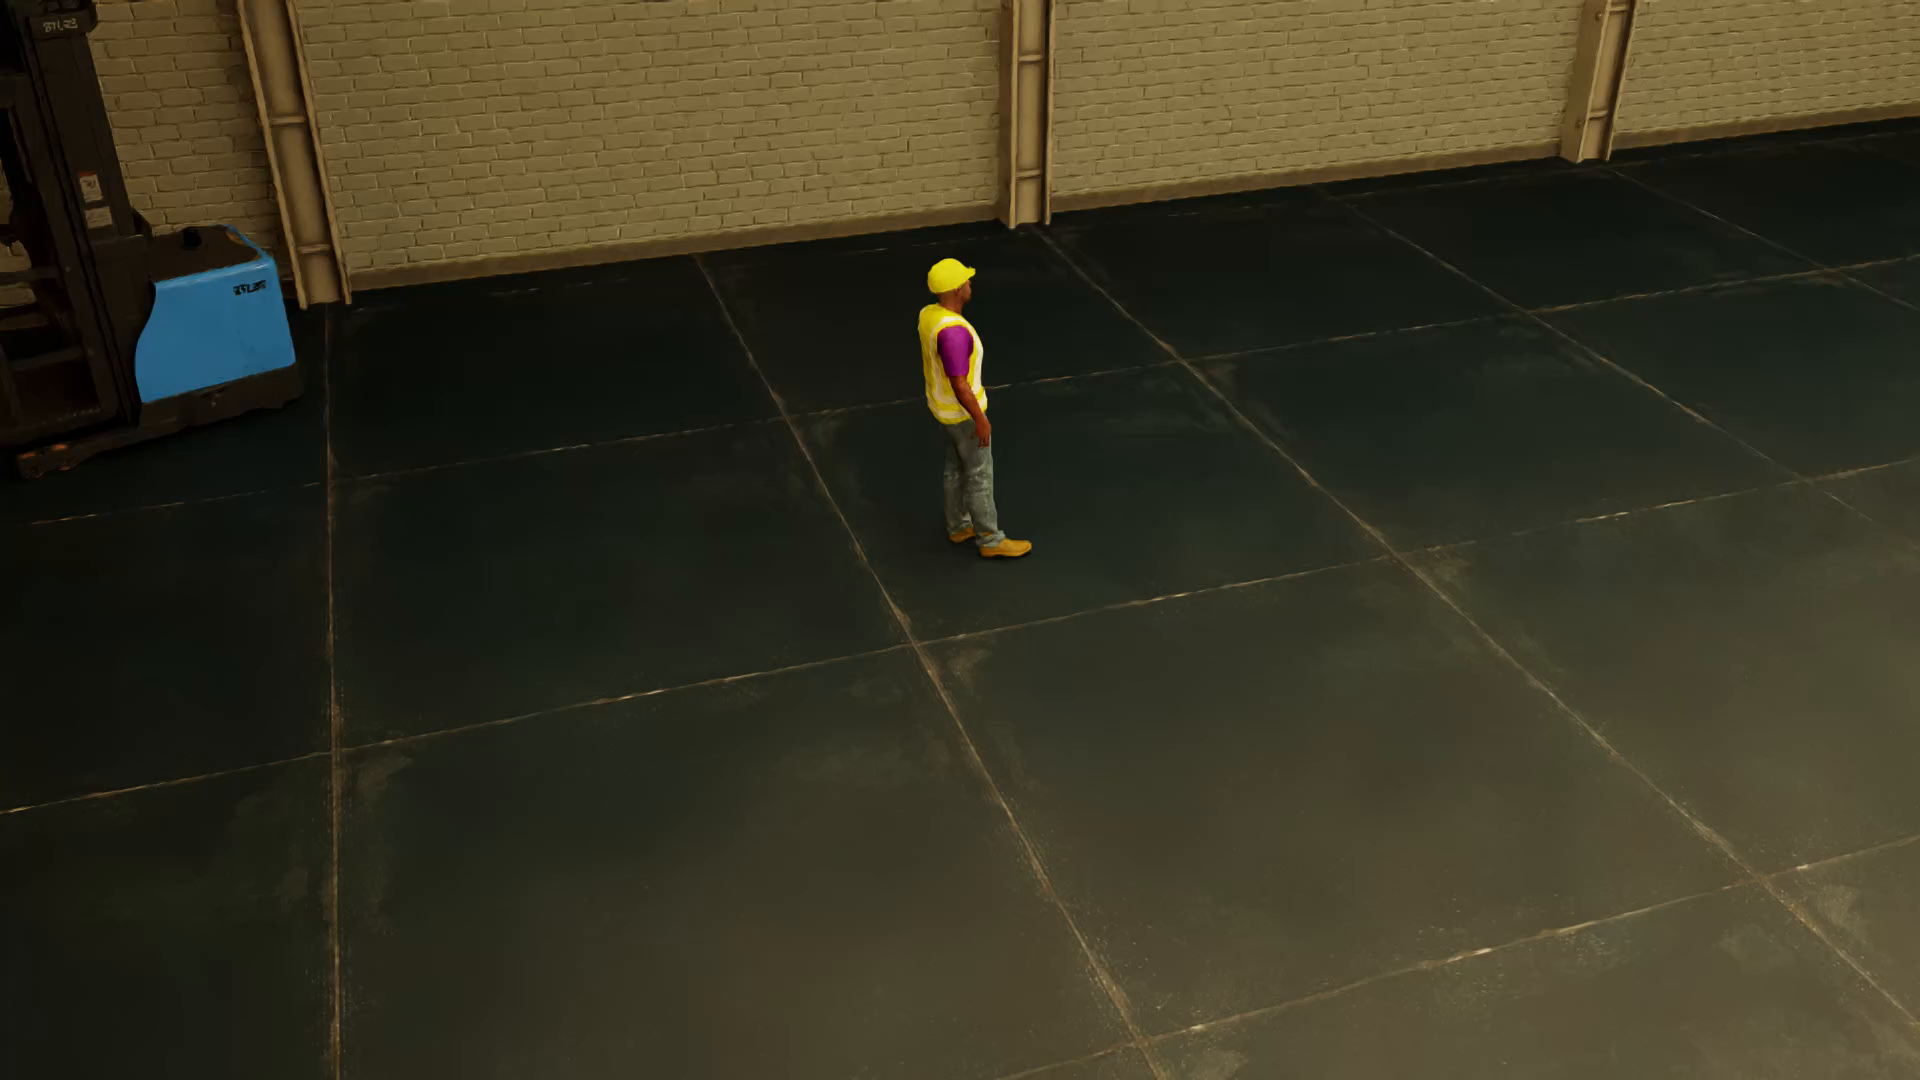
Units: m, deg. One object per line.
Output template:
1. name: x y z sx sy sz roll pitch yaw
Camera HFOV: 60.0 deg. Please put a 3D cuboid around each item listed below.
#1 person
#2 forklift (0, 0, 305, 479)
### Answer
1. person: 0.068 -0.780 9.597 0.576 1.766 0.665 -10 31 -16
2. forklift: -6.069 -1.962 10.497 3.031 2.935 1.130 -22 36 -33
